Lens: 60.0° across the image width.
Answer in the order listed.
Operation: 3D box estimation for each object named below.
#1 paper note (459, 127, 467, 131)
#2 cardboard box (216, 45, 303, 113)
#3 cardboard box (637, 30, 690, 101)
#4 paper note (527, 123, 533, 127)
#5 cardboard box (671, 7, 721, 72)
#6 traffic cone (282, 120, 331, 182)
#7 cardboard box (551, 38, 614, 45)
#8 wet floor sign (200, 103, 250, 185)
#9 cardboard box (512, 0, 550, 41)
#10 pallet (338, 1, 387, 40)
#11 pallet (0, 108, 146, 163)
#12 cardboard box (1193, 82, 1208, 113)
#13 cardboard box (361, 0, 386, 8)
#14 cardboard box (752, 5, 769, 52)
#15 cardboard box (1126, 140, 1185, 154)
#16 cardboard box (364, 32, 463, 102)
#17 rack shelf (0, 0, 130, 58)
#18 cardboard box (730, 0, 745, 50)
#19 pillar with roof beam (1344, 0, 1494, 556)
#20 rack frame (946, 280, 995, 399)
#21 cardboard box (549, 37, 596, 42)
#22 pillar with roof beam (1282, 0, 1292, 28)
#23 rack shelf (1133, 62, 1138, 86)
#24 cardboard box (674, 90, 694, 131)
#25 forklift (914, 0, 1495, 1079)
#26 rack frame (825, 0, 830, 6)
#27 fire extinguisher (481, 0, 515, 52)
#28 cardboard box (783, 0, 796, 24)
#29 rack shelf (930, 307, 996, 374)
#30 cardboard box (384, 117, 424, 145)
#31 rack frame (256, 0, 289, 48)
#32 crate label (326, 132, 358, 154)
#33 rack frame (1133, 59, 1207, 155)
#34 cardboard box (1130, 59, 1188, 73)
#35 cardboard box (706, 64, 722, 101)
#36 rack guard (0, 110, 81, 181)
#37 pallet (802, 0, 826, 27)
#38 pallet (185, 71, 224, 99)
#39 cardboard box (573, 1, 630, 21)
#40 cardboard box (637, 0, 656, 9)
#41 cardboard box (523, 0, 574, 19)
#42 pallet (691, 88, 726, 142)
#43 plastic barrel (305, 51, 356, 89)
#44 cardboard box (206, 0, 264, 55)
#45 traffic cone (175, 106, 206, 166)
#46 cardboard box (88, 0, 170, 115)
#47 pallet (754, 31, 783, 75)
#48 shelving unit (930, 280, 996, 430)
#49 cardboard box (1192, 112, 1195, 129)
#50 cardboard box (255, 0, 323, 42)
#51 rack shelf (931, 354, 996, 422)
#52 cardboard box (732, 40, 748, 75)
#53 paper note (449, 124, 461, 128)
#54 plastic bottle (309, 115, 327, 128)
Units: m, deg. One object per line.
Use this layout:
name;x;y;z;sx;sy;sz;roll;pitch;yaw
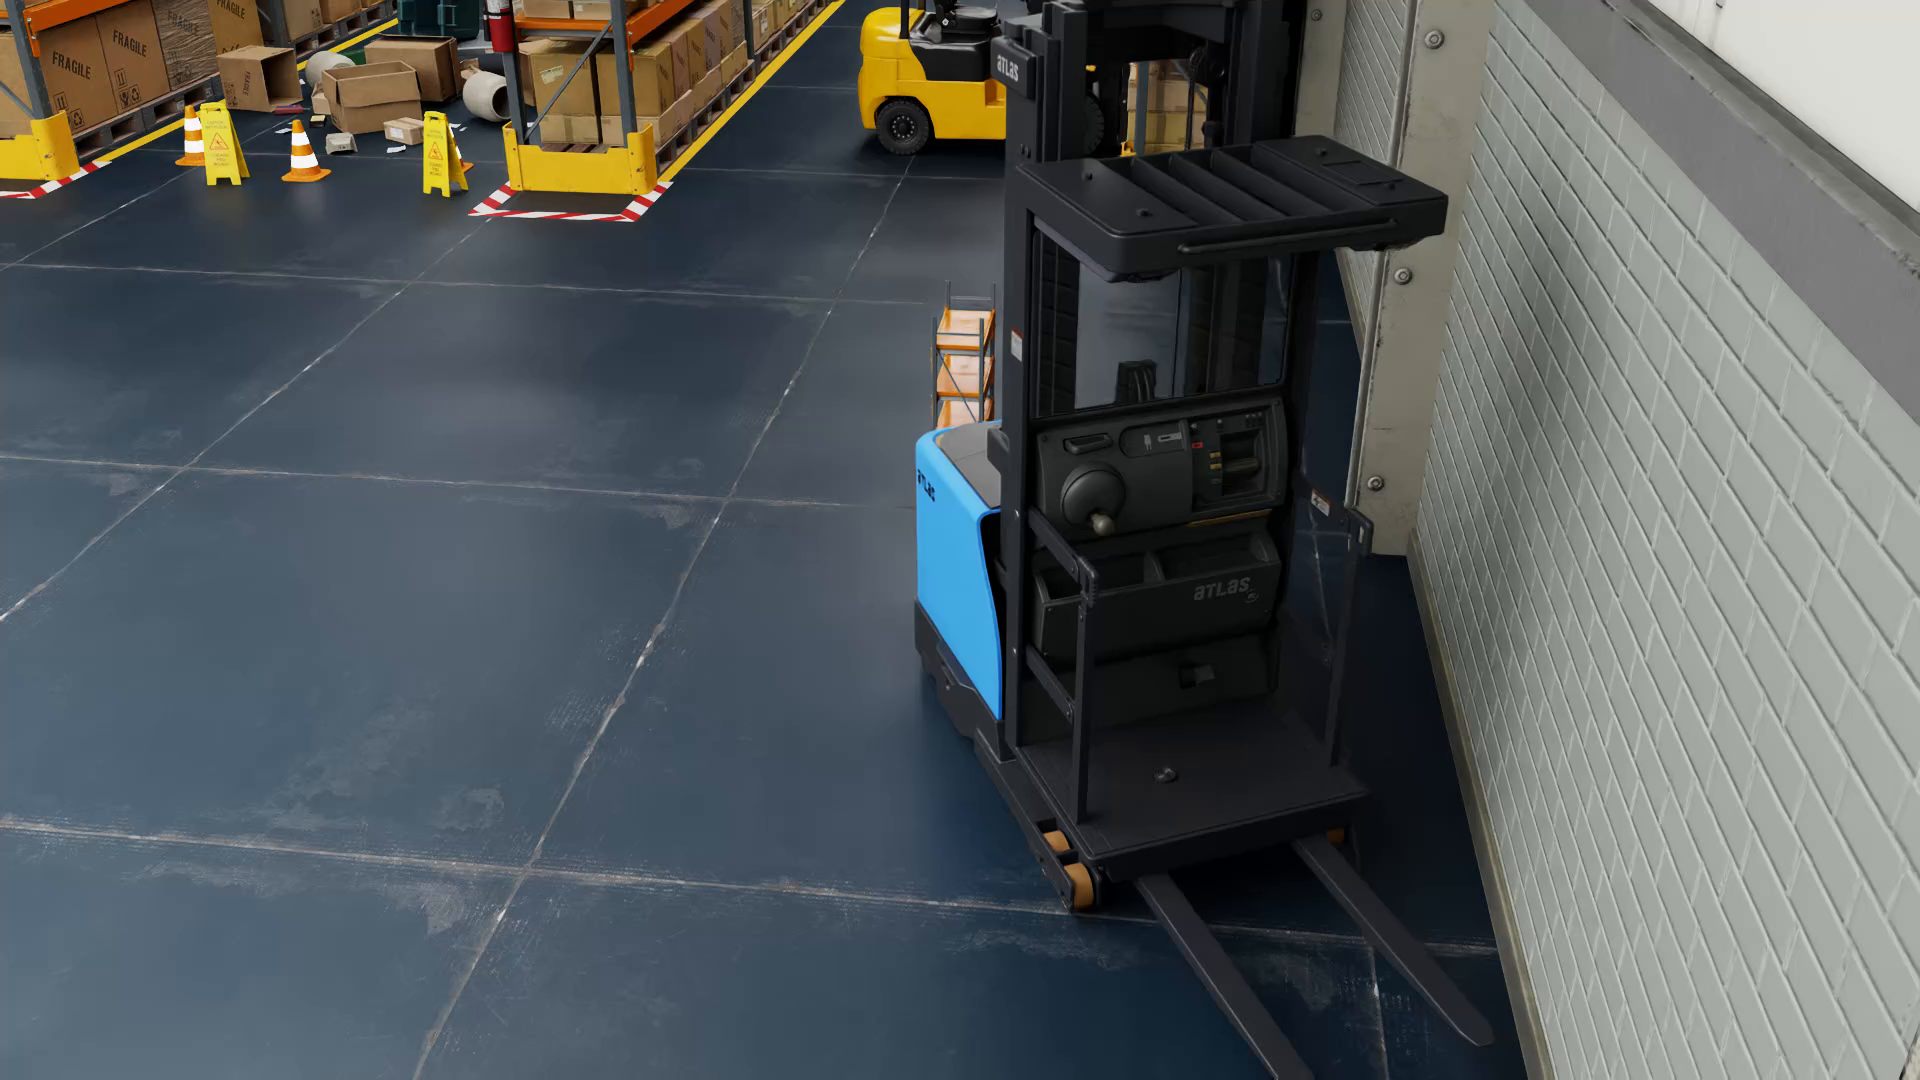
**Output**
paper note;-4.547;-3.763;15.224;0.032;0.001;0.123;3;28;6
cardboard box;-6.694;-4.414;15.914;0.500;0.500;0.500;8;29;15
cardboard box;-2.652;-4.107;14.376;0.500;0.500;0.500;2;28;4
paper note;-3.980;-3.839;15.344;0.142;0.019;0.148;-6;29;-11
cardboard box;-2.525;-4.594;15.281;0.500;0.500;0.500;5;29;9
traffic cone;-5.458;-3.246;13.787;0.336;0.463;0.334;3;28;6
cardboard box;-3.188;-4.124;14.407;0.500;0.500;0.500;4;29;8
wet floor sign;-6.051;-3.256;13.613;0.267;0.644;0.232;-1;28;-3
cardboard box;-4.368;-5.386;16.922;0.500;0.500;0.500;3;28;6
pallet;-7.356;-6.020;19.201;1.003;0.211;1.213;3;28;6
pallet;-7.992;-3.574;14.662;1.003;0.211;1.213;3;28;6
cardboard box;2.086;-3.524;13.031;0.500;0.250;0.500;3;28;5
cardboard box;-7.300;-6.688;19.431;1.050;0.750;0.750;4;29;7
cardboard box;-2.536;-5.339;17.325;0.950;0.372;0.625;4;29;7
cardboard box;1.583;-3.108;13.313;0.500;0.250;0.500;4;29;7
cardboard box;-5.279;-4.556;16.034;0.797;0.637;0.503;3;28;6
rack shelf;-7.768;-5.046;15.212;1.077;0.370;4.000;3;28;6
cardboard box;-2.404;-5.074;16.172;0.500;0.500;0.500;3;28;5
pillar with roof beam;-2.189;-4.237;6.626;9.100;9.000;0.400;3;28;6
rack frame;0.050;-0.721;8.323;0.240;1.200;0.015;3;28;6
cardboard box;-3.270;-4.340;14.125;0.380;0.149;0.250;4;29;8
pillar with roof beam;-0.718;-9.885;17.111;9.100;9.000;0.400;3;28;6
rack shelf;2.084;-4.519;14.234;1.077;0.370;4.000;3;28;6
cardboard box;-2.644;-3.759;14.521;0.500;0.250;0.500;4;29;8
forklift;0.780;-0.211;5.551;1.130;2.935;3.031;-10;30;-17
rack frame;-2.107;-7.947;19.838;1.000;3.000;0.127;3;28;6
fire extinguisher;-3.559;-4.120;12.816;0.296;0.674;0.183;3;28;6
cardboard box;-2.367;-6.005;18.561;0.950;0.372;0.625;4;29;8
rack shelf;0.020;-0.952;7.924;0.258;0.148;0.480;3;28;6
cardboard box;-4.932;-3.660;14.887;0.380;0.149;0.250;20;34;32
rack frame;-7.522;-6.304;16.789;1.000;3.000;0.127;3;28;6
crate label;-5.424;-3.476;14.558;0.250;0.136;0.298;-11;30;-20
rack frame;1.839;-3.894;12.316;1.000;3.000;0.127;3;28;6
cardboard box;1.643;-3.784;13.514;0.500;0.250;0.500;4;29;7
cardboard box;-2.525;-4.254;15.440;0.500;0.250;0.500;4;29;7
rack guard;-8.015;-3.309;13.866;1.175;0.500;0.348;3;28;6
pallet;-2.204;-6.351;19.817;1.003;0.211;1.213;3;28;6
pallet;-7.693;-4.723;16.794;1.003;0.211;1.213;3;28;6
cardboard box;-2.840;-4.218;13.182;0.380;0.149;0.250;3;29;6
cardboard box;-2.711;-4.458;13.627;0.380;0.149;0.250;2;28;5
cardboard box;-3.254;-4.259;13.257;0.380;0.149;0.250;4;29;8
pallet;-2.792;-3.942;15.345;1.003;0.211;1.213;3;28;6
plastic barrel;-6.139;-4.547;16.243;0.421;0.421;0.512;-24;36;-37
cardboard box;-7.669;-5.261;16.651;0.875;0.875;0.875;4;29;7
traffic cone;-6.538;-3.472;14.206;0.336;0.463;0.334;3;28;6
cardboard box;-7.889;-4.408;15.067;0.875;0.875;0.875;3;28;5
pallet;-2.503;-5.203;17.685;1.003;0.211;1.213;3;28;6
shelving unit;0.020;-0.606;8.110;0.258;1.200;0.503;3;28;6
cardboard box;2.153;-3.535;13.578;0.500;0.250;0.500;3;28;6
cardboard box;-7.536;-5.796;17.775;1.050;0.750;0.750;3;28;6
rack shelf;0.020;-0.744;8.036;0.258;0.148;0.480;3;28;6
cardboard box;-2.403;-4.744;16.350;0.500;0.250;0.500;5;29;9
paper note;-4.694;-3.821;15.322;0.148;0.019;0.142;14;31;24
plastic bottle;-5.940;-3.883;15.392;0.133;0.061;0.283;-6;29;-11
